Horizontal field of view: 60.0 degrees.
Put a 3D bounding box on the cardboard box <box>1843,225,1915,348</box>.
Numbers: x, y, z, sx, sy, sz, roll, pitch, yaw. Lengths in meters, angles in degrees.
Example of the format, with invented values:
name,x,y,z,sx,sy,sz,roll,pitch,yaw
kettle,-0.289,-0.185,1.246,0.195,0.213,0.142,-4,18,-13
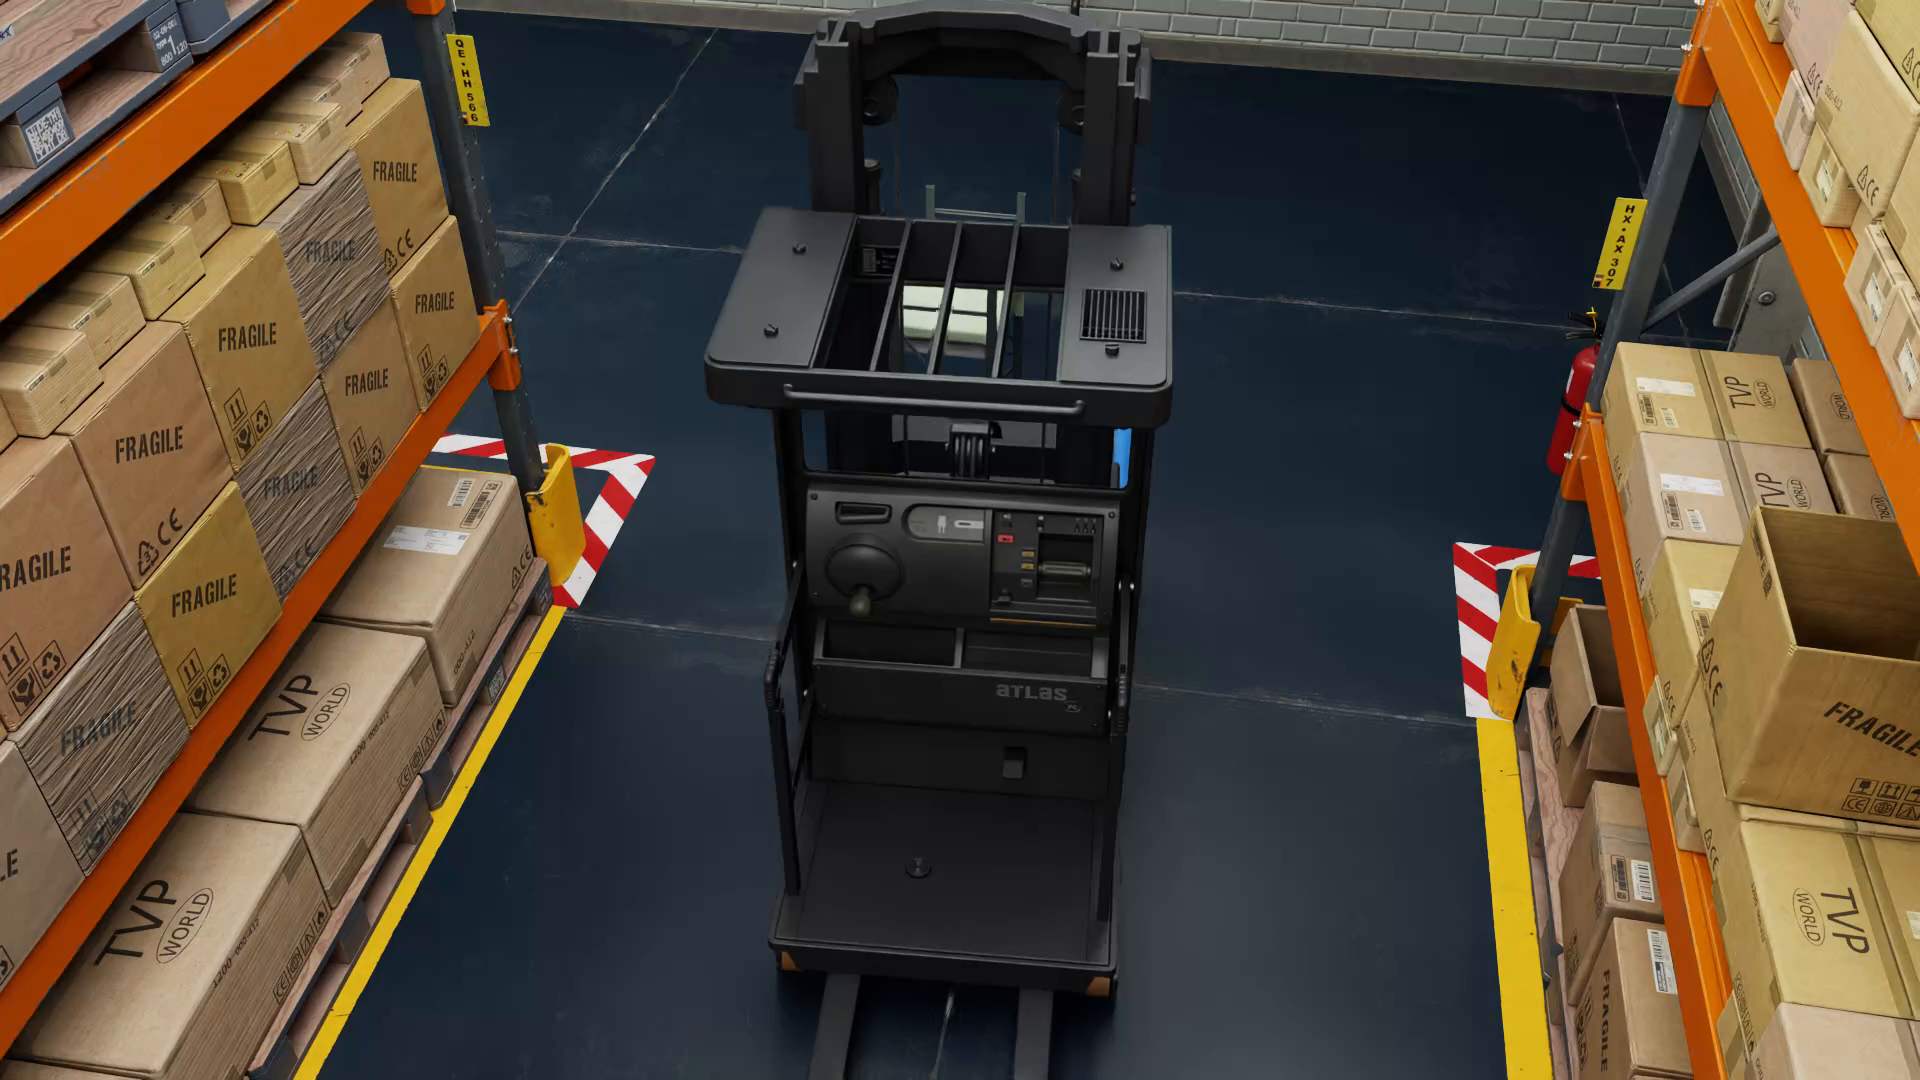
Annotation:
name,x,y,z,sx,sy,sz,roll,pitch,yaw
cardboard box,2.022,-0.494,3.337,0.380,0.149,0.250,6,40,8

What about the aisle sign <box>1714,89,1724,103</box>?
name,x,y,z,sx,sy,sz,roll,pitch,yaw
aisle sign,2.390,-1.638,4.837,0.394,0.787,0.004,6,40,8

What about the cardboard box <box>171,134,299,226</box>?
name,x,y,z,sx,sy,sz,roll,pitch,yaw
cardboard box,-2.153,-1.045,4.788,0.380,0.149,0.250,7,40,9

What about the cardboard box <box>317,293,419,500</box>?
name,x,y,z,sx,sy,sz,roll,pitch,yaw
cardboard box,-2.146,-0.499,5.421,0.500,0.500,0.500,6,40,7

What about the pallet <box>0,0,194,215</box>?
name,x,y,z,sx,sy,sz,roll,pitch,yaw
pallet,-2.549,-0.993,3.812,1.003,0.211,1.213,6,40,8

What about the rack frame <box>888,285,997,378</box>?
name,x,y,z,sx,sy,sz,roll,pitch,yaw
rack frame,-0.064,-0.344,6.489,0.400,1.500,0.023,6,40,8

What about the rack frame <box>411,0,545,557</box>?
name,x,y,z,sx,sy,sz,roll,pitch,yaw
rack frame,-2.222,-1.106,6.233,1.000,3.000,0.127,6,40,8

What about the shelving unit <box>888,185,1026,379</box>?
name,x,y,z,sx,sy,sz,roll,pitch,yaw
shelving unit,-0.001,-0.574,6.767,0.431,1.500,0.755,6,40,8

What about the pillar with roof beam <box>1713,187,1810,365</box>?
name,x,y,z,sx,sy,sz,roll,pitch,yaw
pillar with roof beam,-0.218,-4.940,6.163,9.100,9.000,0.400,6,40,8

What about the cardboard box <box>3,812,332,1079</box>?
name,x,y,z,sx,sy,sz,roll,pitch,yaw
cardboard box,-2.546,1.286,5.021,0.875,0.438,0.875,5,40,6

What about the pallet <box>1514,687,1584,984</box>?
name,x,y,z,sx,sy,sz,roll,pitch,yaw
pallet,2.517,1.062,5.800,1.003,0.211,1.213,6,40,8

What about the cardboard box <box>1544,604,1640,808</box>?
name,x,y,z,sx,sy,sz,roll,pitch,yaw
cardboard box,2.468,0.613,5.784,0.797,0.503,0.637,5,40,6

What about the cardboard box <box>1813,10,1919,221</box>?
name,x,y,z,sx,sy,sz,roll,pitch,yaw
cardboard box,2.153,-0.884,3.495,0.500,0.250,0.500,5,40,6

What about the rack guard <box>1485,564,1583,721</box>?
name,x,y,z,sx,sy,sz,roll,pitch,yaw
rack guard,2.654,0.450,6.313,1.175,0.500,0.348,6,40,8

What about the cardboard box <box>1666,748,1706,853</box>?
name,x,y,z,sx,sy,sz,roll,pitch,yaw
cardboard box,2.043,0.683,4.267,0.380,0.149,0.250,7,40,9

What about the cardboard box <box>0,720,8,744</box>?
name,x,y,z,sx,sy,sz,roll,pitch,yaw
cardboard box,-2.500,0.392,3.558,0.500,0.500,0.500,6,40,7

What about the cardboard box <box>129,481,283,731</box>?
name,x,y,z,sx,sy,sz,roll,pitch,yaw
cardboard box,-2.302,0.151,4.635,0.500,0.500,0.500,8,40,9

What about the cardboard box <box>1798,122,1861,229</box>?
name,x,y,z,sx,sy,sz,roll,pitch,yaw
cardboard box,2.120,-0.809,3.717,0.380,0.149,0.250,6,40,8

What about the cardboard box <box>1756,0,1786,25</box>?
name,x,y,z,sx,sy,sz,roll,pitch,yaw
cardboard box,2.321,-1.525,4.271,0.500,0.250,0.500,6,40,7

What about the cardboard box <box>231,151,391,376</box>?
name,x,y,z,sx,sy,sz,roll,pitch,yaw
cardboard box,-2.132,-0.869,5.084,0.500,0.500,0.500,7,40,8

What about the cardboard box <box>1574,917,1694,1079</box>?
name,x,y,z,sx,sy,sz,roll,pitch,yaw
cardboard box,2.092,1.467,4.753,0.500,0.500,0.500,7,40,8

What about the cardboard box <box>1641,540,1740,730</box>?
name,x,y,z,sx,sy,sz,roll,pitch,yaw
cardboard box,2.152,0.273,4.451,0.500,0.250,0.500,6,40,7

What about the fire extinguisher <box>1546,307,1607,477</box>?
name,x,y,z,sx,sy,sz,roll,pitch,yaw
fire extinguisher,2.238,-0.530,5.891,0.296,0.674,0.183,6,40,8

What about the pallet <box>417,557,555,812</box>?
name,x,y,z,sx,sy,sz,roll,pitch,yaw
pallet,-2.283,0.480,6.504,1.003,0.211,1.213,6,40,8

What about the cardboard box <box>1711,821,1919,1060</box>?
name,x,y,z,sx,sy,sz,roll,pitch,yaw
cardboard box,1.995,0.919,3.669,0.500,0.250,0.500,6,40,7

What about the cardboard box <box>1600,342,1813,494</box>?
name,x,y,z,sx,sy,sz,roll,pitch,yaw
cardboard box,2.324,-0.362,5.218,0.500,0.250,0.500,7,40,8

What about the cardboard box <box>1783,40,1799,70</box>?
name,x,y,z,sx,sy,sz,roll,pitch,yaw
cardboard box,2.364,-1.278,4.285,0.380,0.149,0.250,7,40,8

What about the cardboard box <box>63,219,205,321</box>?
name,x,y,z,sx,sy,sz,roll,pitch,yaw
cardboard box,-2.254,-0.725,4.401,0.380,0.149,0.250,7,40,9

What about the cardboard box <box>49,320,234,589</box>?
name,x,y,z,sx,sy,sz,roll,pitch,yaw
cardboard box,-2.310,-0.244,4.328,0.500,0.500,0.500,6,40,7

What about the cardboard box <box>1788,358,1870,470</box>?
name,x,y,z,sx,sy,sz,roll,pitch,yaw
cardboard box,2.849,-0.299,5.142,0.500,0.250,0.500,7,40,9

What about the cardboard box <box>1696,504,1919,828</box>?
name,x,y,z,sx,sy,sz,roll,pitch,yaw
cardboard box,2.064,0.290,3.841,0.500,0.500,0.500,7,40,9

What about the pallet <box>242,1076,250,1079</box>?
name,x,y,z,sx,sy,sz,roll,pitch,yaw
pallet,-2.706,2.011,4.652,1.003,0.211,1.213,6,40,8

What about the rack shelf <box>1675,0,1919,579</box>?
name,x,y,z,sx,sy,sz,roll,pitch,yaw
rack shelf,2.321,-0.184,3.329,1.077,0.370,4.000,6,40,8

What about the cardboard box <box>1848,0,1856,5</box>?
name,x,y,z,sx,sy,sz,roll,pitch,yaw
cardboard box,2.237,-1.398,3.725,0.500,0.250,0.500,6,40,7

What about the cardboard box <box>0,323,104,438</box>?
name,x,y,z,sx,sy,sz,roll,pitch,yaw
cardboard box,-2.322,-0.392,3.998,0.380,0.149,0.250,7,40,8

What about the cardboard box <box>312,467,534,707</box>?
name,x,y,z,sx,sy,sz,roll,pitch,yaw
cardboard box,-2.238,0.145,6.401,0.875,0.438,0.875,5,40,6

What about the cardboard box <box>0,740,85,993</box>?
name,x,y,z,sx,sy,sz,roll,pitch,yaw
cardboard box,-2.484,0.785,3.868,0.500,0.500,0.500,7,40,8

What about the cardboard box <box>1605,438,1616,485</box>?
name,x,y,z,sx,sy,sz,roll,pitch,yaw
cardboard box,2.340,-0.288,5.441,0.380,0.149,0.250,6,40,7

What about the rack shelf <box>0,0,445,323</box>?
name,x,y,z,sx,sy,sz,roll,pitch,yaw
rack shelf,-2.568,-0.729,3.988,1.077,0.370,4.000,6,40,8

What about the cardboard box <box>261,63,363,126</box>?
name,x,y,z,sx,sy,sz,roll,pitch,yaw
cardboard box,-2.107,-1.370,5.181,0.380,0.149,0.250,7,40,8

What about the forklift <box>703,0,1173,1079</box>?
name,x,y,z,sx,sy,sz,roll,pitch,yaw
forklift,-0.015,0.131,4.792,1.130,2.935,3.031,4,40,4

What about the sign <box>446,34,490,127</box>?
name,x,y,z,sx,sy,sz,roll,pitch,yaw
sign,-1.690,-1.575,5.706,0.100,0.325,0.005,6,40,8
